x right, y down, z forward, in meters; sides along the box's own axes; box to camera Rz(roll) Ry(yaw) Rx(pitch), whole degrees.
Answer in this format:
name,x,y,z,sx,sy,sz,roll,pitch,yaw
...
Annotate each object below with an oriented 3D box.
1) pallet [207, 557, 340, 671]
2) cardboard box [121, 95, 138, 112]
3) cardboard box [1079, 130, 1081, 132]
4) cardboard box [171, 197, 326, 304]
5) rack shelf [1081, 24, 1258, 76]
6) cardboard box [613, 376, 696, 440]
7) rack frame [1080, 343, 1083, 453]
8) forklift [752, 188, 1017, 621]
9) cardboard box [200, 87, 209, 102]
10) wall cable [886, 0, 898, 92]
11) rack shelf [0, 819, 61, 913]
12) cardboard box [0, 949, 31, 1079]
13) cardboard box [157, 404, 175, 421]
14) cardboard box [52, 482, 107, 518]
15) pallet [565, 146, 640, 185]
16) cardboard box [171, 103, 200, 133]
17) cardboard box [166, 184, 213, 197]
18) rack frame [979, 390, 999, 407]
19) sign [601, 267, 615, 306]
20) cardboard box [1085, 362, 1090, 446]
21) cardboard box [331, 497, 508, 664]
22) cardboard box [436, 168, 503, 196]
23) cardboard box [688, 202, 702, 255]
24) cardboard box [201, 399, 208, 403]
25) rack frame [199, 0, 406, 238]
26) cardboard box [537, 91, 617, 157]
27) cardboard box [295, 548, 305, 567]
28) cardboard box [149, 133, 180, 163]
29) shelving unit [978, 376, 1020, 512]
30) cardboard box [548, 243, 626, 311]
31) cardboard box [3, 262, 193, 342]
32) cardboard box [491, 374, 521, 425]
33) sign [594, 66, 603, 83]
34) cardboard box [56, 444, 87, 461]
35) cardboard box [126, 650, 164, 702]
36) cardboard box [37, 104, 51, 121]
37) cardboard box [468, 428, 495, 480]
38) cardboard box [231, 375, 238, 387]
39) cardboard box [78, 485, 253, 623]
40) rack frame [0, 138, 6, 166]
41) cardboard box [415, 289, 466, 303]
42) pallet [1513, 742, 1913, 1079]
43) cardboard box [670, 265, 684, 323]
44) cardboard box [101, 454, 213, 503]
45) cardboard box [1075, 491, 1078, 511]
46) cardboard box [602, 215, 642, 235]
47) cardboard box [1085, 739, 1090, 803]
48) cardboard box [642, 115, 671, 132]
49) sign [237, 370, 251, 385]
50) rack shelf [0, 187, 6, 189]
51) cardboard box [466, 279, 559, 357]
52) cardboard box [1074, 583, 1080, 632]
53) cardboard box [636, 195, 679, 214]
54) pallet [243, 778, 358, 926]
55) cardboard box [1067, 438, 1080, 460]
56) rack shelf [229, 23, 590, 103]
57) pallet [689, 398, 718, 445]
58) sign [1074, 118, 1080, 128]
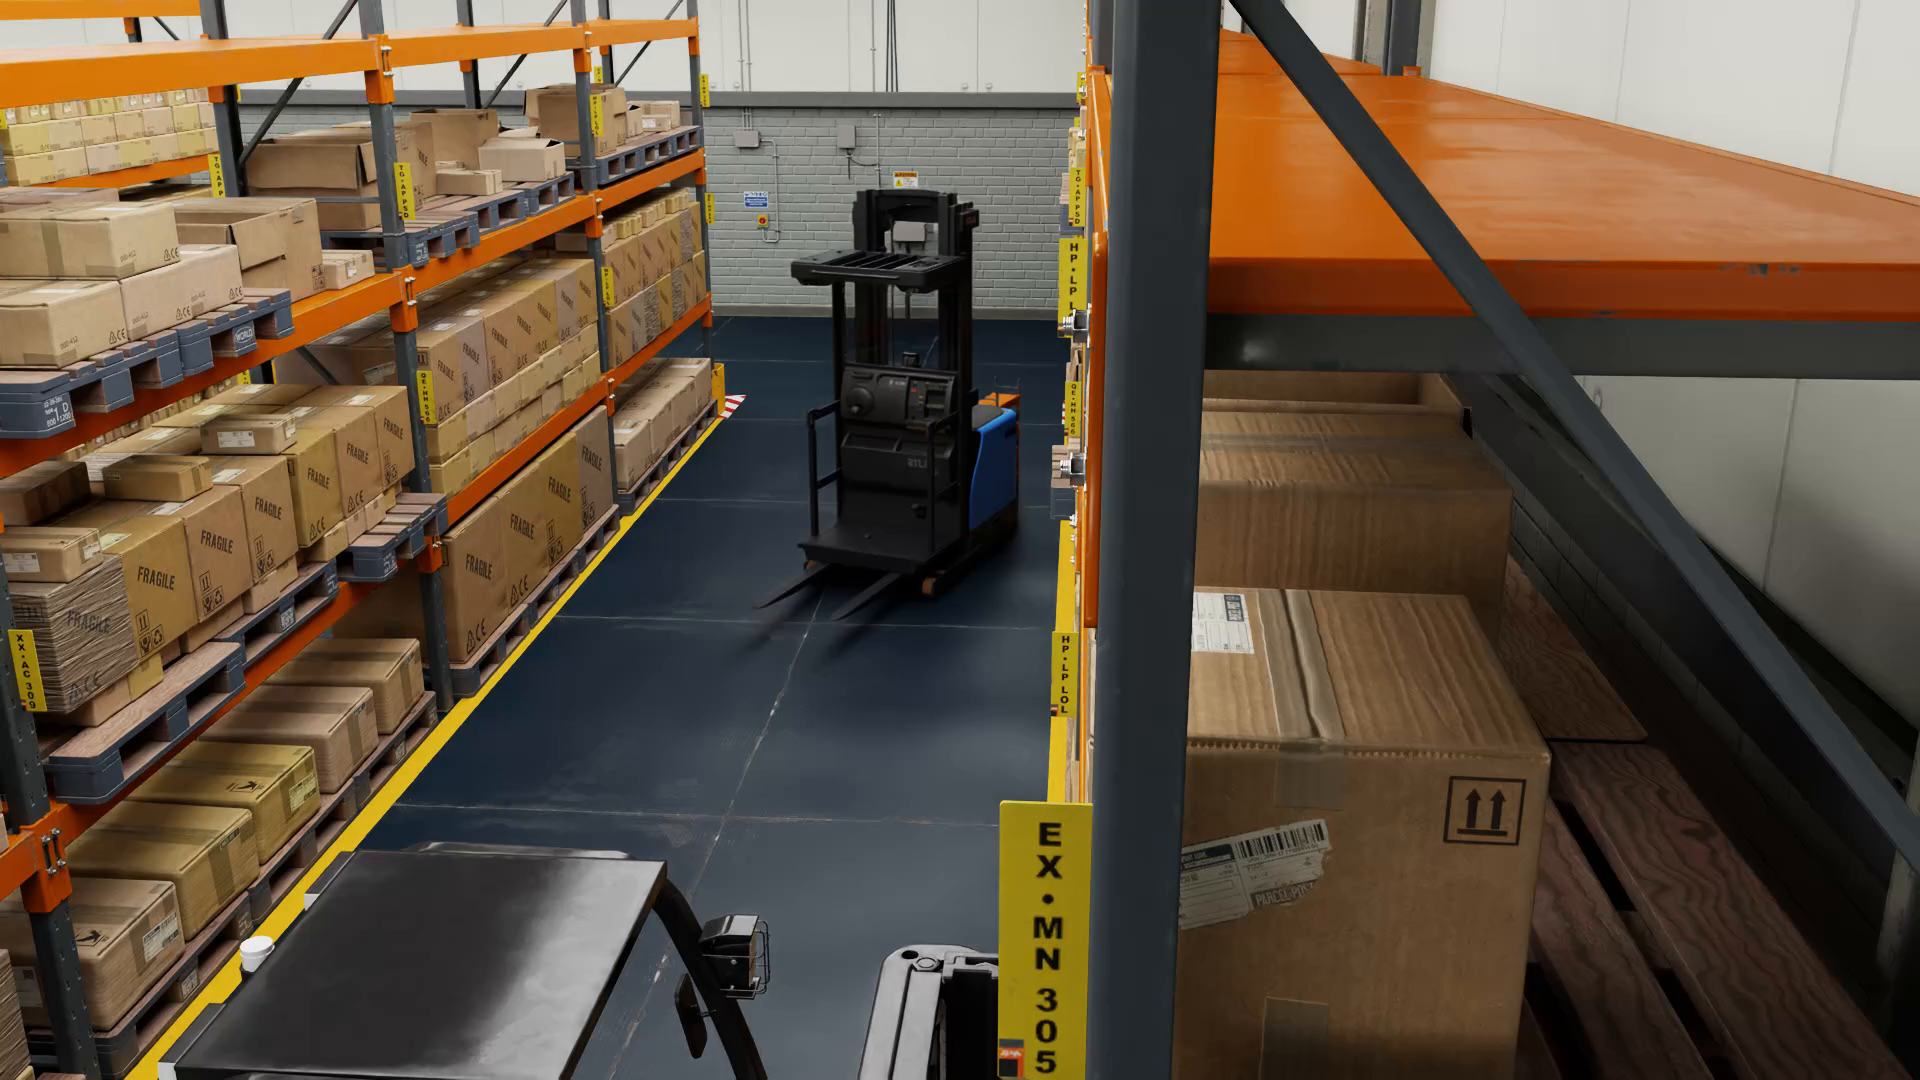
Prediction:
name,x,y,z,sx,sy,sz,roll,pitch,yaw
pallet,-3.849,0.356,8.328,1.003,0.211,1.213,1,18,4
cardboard box,-7.982,-4.109,15.625,0.380,0.149,0.250,1,18,2
cardboard box,1.083,-3.011,12.568,0.380,0.149,0.250,2,18,5
cardboard box,-3.825,-1.530,8.797,0.700,0.500,0.500,1,18,4
rack shelf,1.347,-3.181,10.978,1.077,0.370,4.000,1,18,4
cardboard box,-3.179,-1.326,16.593,0.875,0.438,0.875,2,18,5
rack frame,1.204,-0.241,9.842,1.000,3.000,0.127,1,18,4
forklift,-0.565,-1.101,12.575,1.130,2.935,3.031,8,20,22
cardboard box,-7.849,-4.586,17.082,0.380,0.149,0.250,1,18,3
wall cable,0.479,-7.386,21.951,2.988,3.039,0.133,1,18,4
rack shelf,-4.178,1.854,4.602,1.077,0.370,4.000,1,18,4
cardboard box,-3.809,1.832,6.053,0.500,0.500,0.500,1,18,3
cardboard box,-7.960,-1.243,16.325,0.380,0.149,0.250,1,18,4
cardboard box,-4.153,0.040,7.671,0.500,0.500,0.500,2,18,6
pallet,-3.392,-3.230,14.290,1.003,0.211,1.213,1,18,4
cardboard box,-7.933,-4.199,16.541,0.500,0.250,0.500,1,18,2
cardboard box,-7.903,-3.431,17.333,0.500,0.500,0.500,1,18,3
rack frame,0.210,-0.693,14.112,0.240,1.200,0.015,8,20,22
sign,-2.919,-2.097,13.773,0.100,0.325,0.005,1,18,4
cardboard box,0.614,-0.376,4.745,0.500,0.311,0.500,2,18,5
cardboard box,-3.615,0.246,11.091,0.875,0.875,0.875,1,18,3
cardboard box,-3.447,-2.517,11.670,0.380,0.166,0.250,3,18,9
cardboard box,-2.971,-3.203,17.115,0.500,0.500,0.500,2,18,6
cardboard box,-7.975,-1.352,17.136,0.380,0.149,0.250,1,18,4
rack frame,-3.747,-3.202,9.243,1.000,3.000,0.127,1,18,4
cardboard box,-3.209,-3.491,13.948,0.500,0.500,0.500,2,18,5
cardboard box,-3.632,0.079,8.594,0.380,0.149,0.250,1,18,4
cardboard box,-7.965,-3.809,16.155,0.500,0.250,0.500,2,18,6
shelving unit,0.308,-0.763,14.324,0.258,1.200,0.503,8,20,22
cardboard box,-3.185,-2.258,14.232,0.500,0.500,0.500,1,18,4
cardboard box,-3.557,-0.992,6.884,0.500,0.250,0.500,1,18,3
cardboard box,-3.379,-0.984,11.547,0.500,0.250,0.500,1,18,4
sign,-3.727,-4.728,17.188,0.100,0.325,0.005,1,18,4
cardboard box,-8.060,-0.764,14.864,0.380,0.149,0.250,2,18,6
cardboard box,-3.653,0.569,7.098,0.380,0.149,0.250,2,18,5
cardboard box,-8.129,-3.702,14.383,0.380,0.149,0.250,1,18,3
cardboard box,-3.442,-0.586,11.135,0.500,0.250,0.500,1,18,2
cardboard box,-7.872,-1.731,17.814,0.380,0.149,0.250,1,18,2
cardboard box,-3.630,0.055,7.626,0.500,0.500,0.500,1,18,4
rack frame,-8.405,-4.523,13.276,1.000,3.000,0.127,1,18,4
cardboard box,-3.857,-1.511,11.950,0.500,0.500,0.500,1,18,3
pallet,0.707,0.641,2.475,1.003,0.211,1.213,1,18,4
cardboard box,-3.023,-2.412,16.306,0.500,0.500,0.500,2,18,6
cardboard box,-3.673,-0.283,7.616,0.380,0.149,0.250,2,18,7
cardboard box,0.903,-0.276,9.386,0.500,0.250,0.500,1,18,4
cardboard box,-3.074,-2.834,14.948,0.380,0.149,0.250,1,18,2
cardboard box,0.387,0.426,2.557,0.380,0.149,0.250,1,18,2
cardboard box,-3.067,-4.115,16.415,0.380,0.149,0.250,0,18,0
sign,-4.301,-0.913,10.031,0.100,0.325,0.005,1,18,4
rack shelf,-8.549,-2.135,11.959,1.077,0.370,4.000,1,18,4
cardboard box,-3.328,-1.654,12.386,0.500,0.500,0.500,2,18,6
cardboard box,0.677,0.294,7.006,0.380,0.149,0.250,1,18,2
cardboard box,-2.988,-3.312,16.405,0.380,0.149,0.250,2,18,5
pallet,-3.895,1.595,8.717,1.003,0.211,1.213,1,18,4
cardboard box,0.868,-0.534,10.465,0.380,0.149,0.250,2,18,5
rack shelf,-3.604,-3.291,11.313,1.077,0.370,4.000,1,18,4
pallet,-3.153,-1.260,17.431,1.003,0.211,1.213,1,18,4
sign,0.949,-3.165,13.116,0.100,0.325,0.005,1,18,4
